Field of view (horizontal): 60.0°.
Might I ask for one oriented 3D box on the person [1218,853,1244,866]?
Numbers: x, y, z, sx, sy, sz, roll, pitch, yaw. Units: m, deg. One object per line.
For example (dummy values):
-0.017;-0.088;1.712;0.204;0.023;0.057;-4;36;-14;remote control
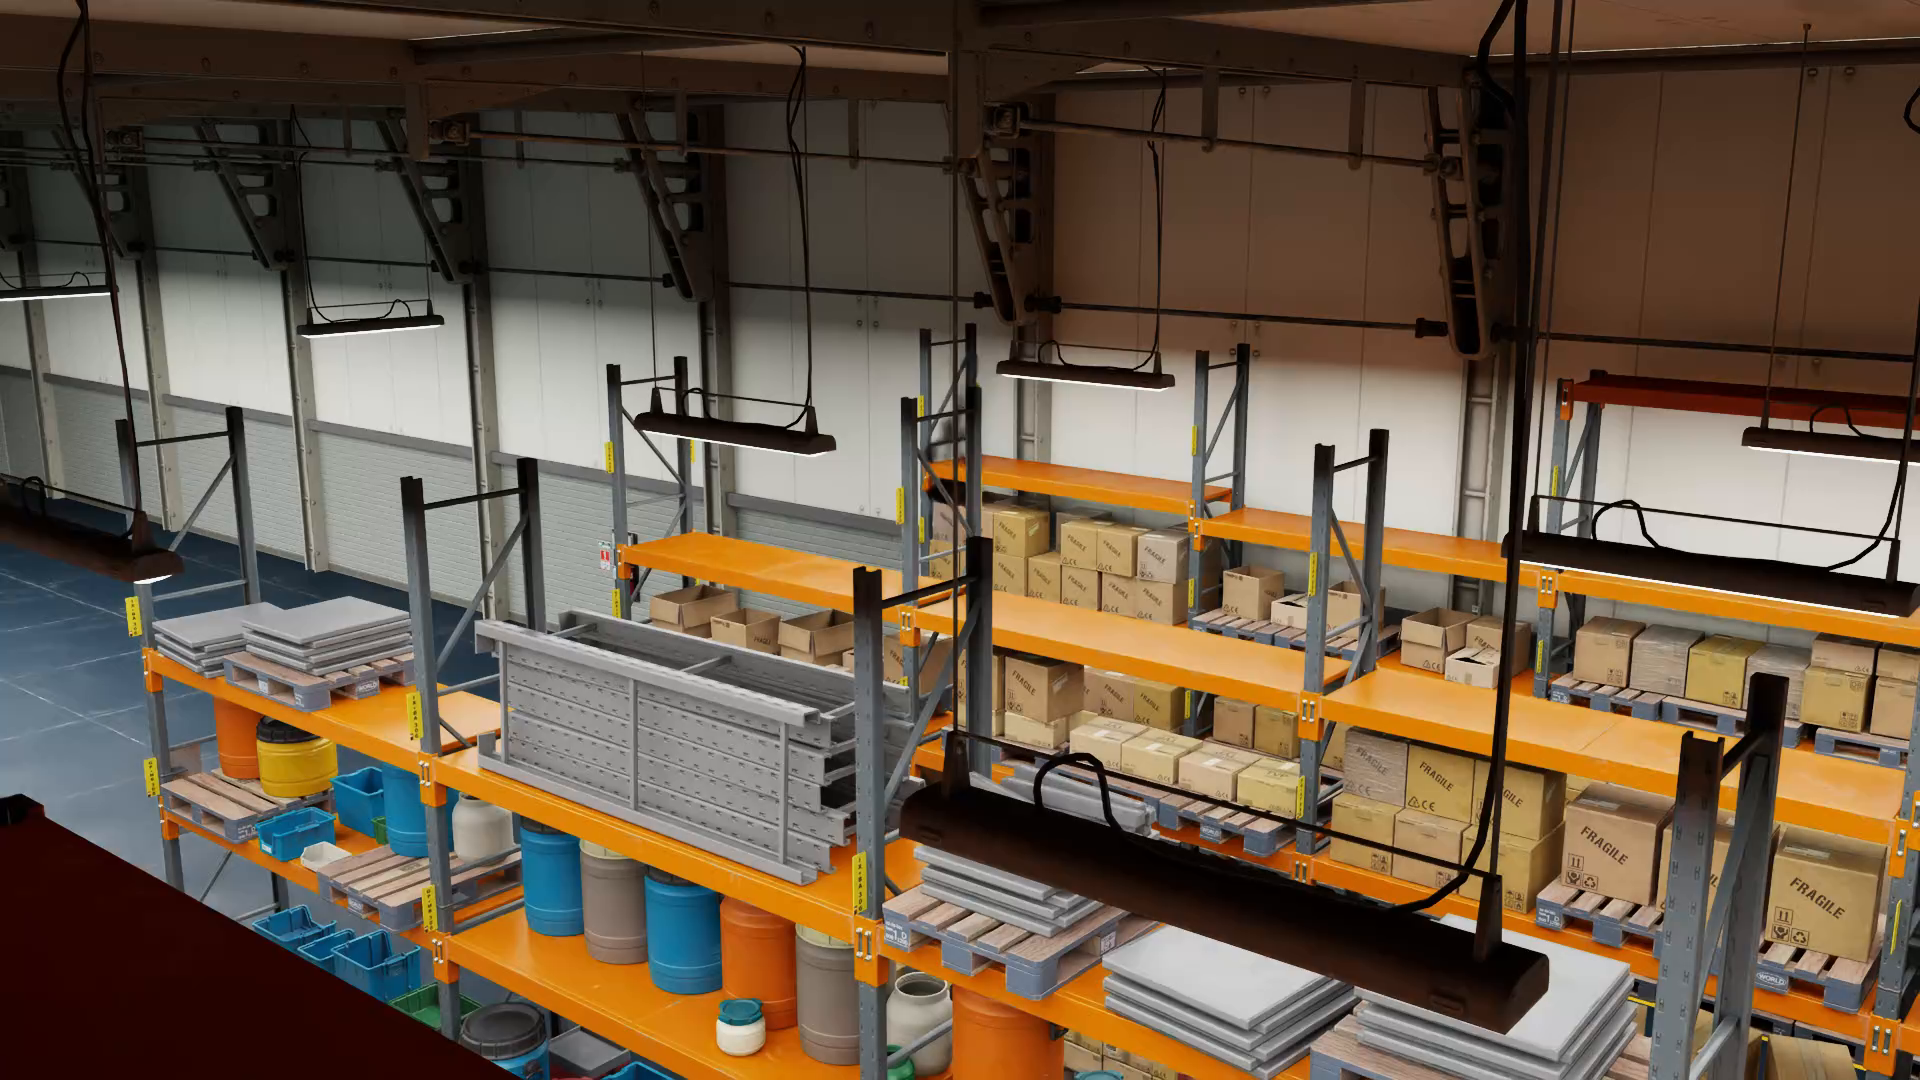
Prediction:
2.604;3.703;16.130;0.586;1.671;0.609;10;16;38;person
